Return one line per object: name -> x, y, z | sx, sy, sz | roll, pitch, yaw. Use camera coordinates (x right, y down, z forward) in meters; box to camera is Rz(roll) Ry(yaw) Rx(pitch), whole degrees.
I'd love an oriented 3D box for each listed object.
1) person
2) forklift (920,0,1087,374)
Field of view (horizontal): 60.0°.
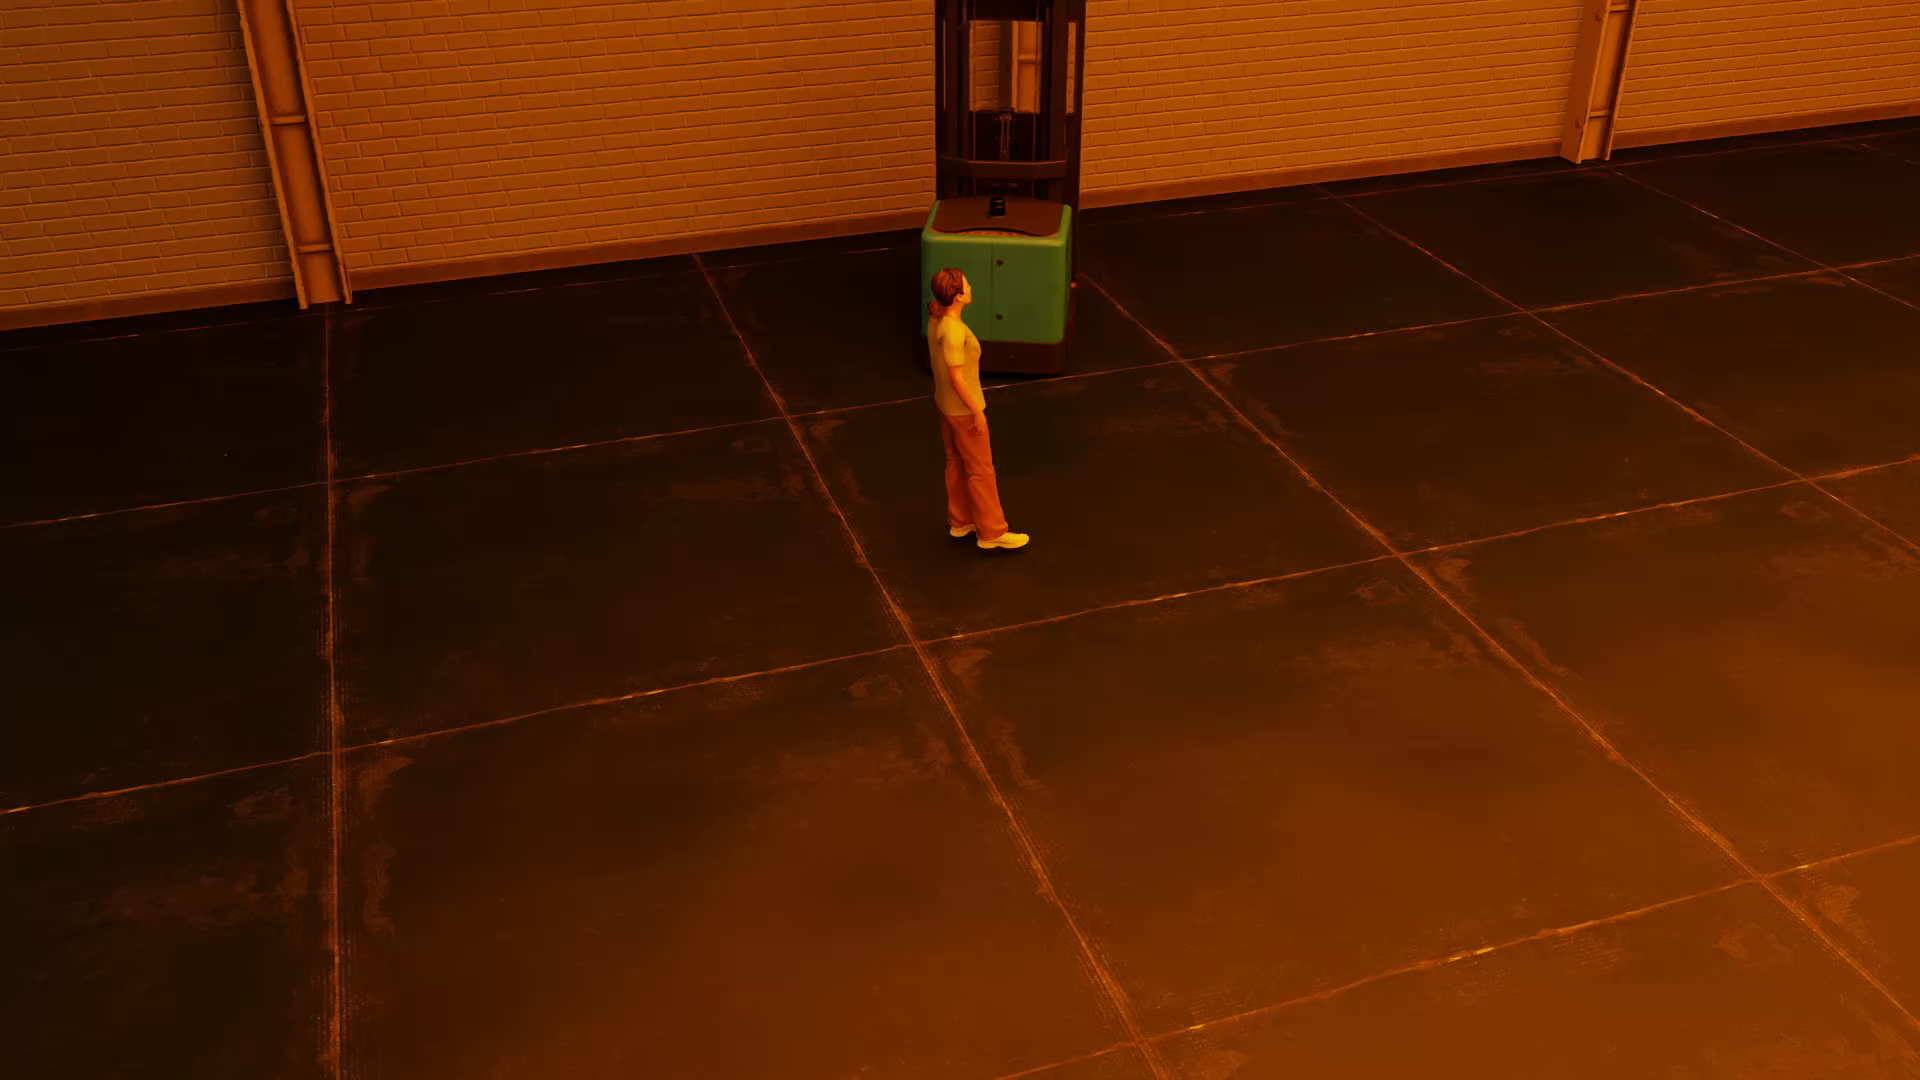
person -> 0.074, -0.774, 9.596 | 0.547, 1.673, 0.554 | -10, 31, -16
forklift -> 0.388, -3.170, 12.597 | 1.130, 2.935, 3.031 | 3, 30, 6
